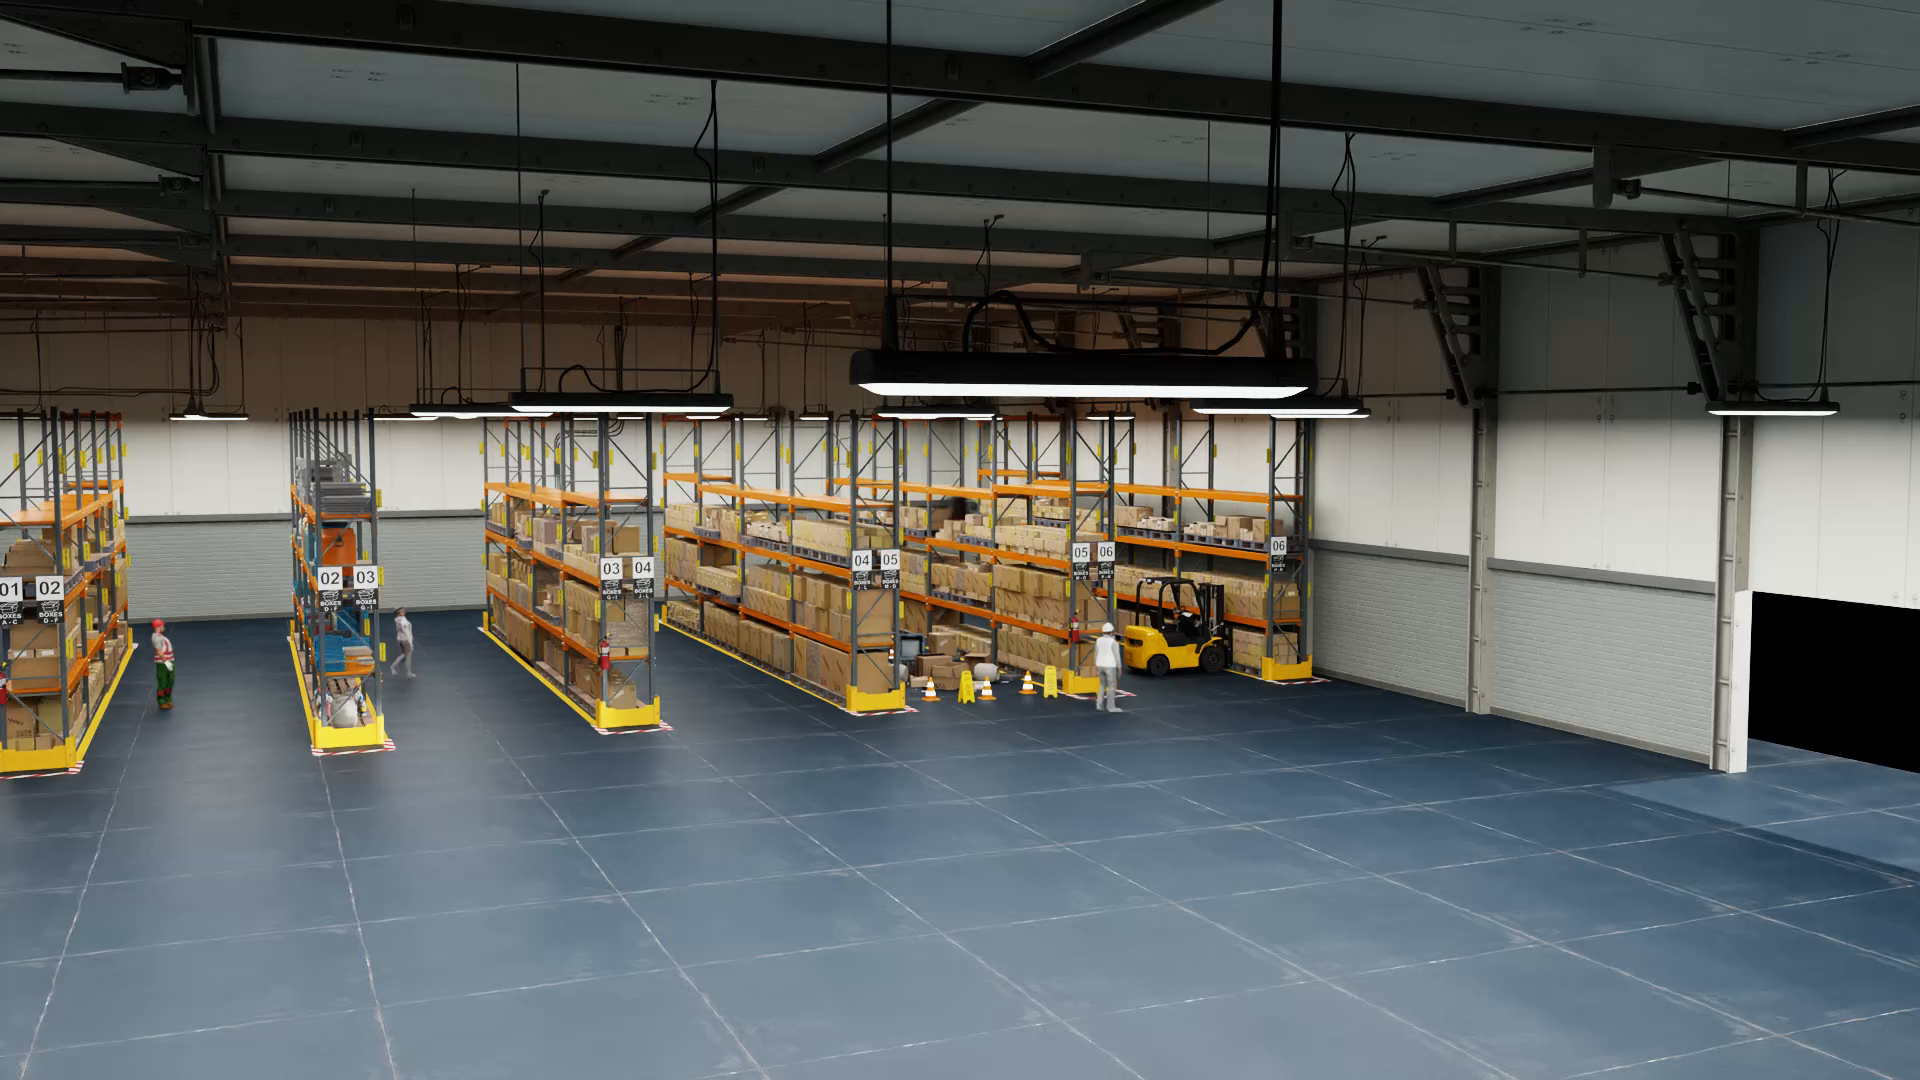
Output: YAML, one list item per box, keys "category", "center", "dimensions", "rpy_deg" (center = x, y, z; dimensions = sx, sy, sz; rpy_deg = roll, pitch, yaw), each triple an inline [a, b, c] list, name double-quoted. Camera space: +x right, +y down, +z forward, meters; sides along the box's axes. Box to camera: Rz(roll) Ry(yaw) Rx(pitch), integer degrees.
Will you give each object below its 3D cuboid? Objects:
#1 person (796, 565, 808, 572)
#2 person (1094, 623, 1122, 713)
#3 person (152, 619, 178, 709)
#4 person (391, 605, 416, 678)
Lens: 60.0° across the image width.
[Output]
- category: "person"
  center: [-4.630, 1.490, 48.041]
  dimensions: [0.599, 1.795, 0.418]
  rpy_deg: [3, 5, 39]
- category: "person"
  center: [2.949, 2.566, 33.025]
  dimensions: [0.600, 1.856, 0.388]
  rpy_deg: [4, 6, 45]
- category: "person"
  center: [-15.973, 2.502, 33.462]
  dimensions: [0.570, 1.834, 0.639]
  rpy_deg: [0, 4, 5]
- category: "person"
  center: [-12.455, 2.279, 37.323]
  dimensions: [0.520, 1.666, 0.592]
  rpy_deg: [3, 5, 40]
